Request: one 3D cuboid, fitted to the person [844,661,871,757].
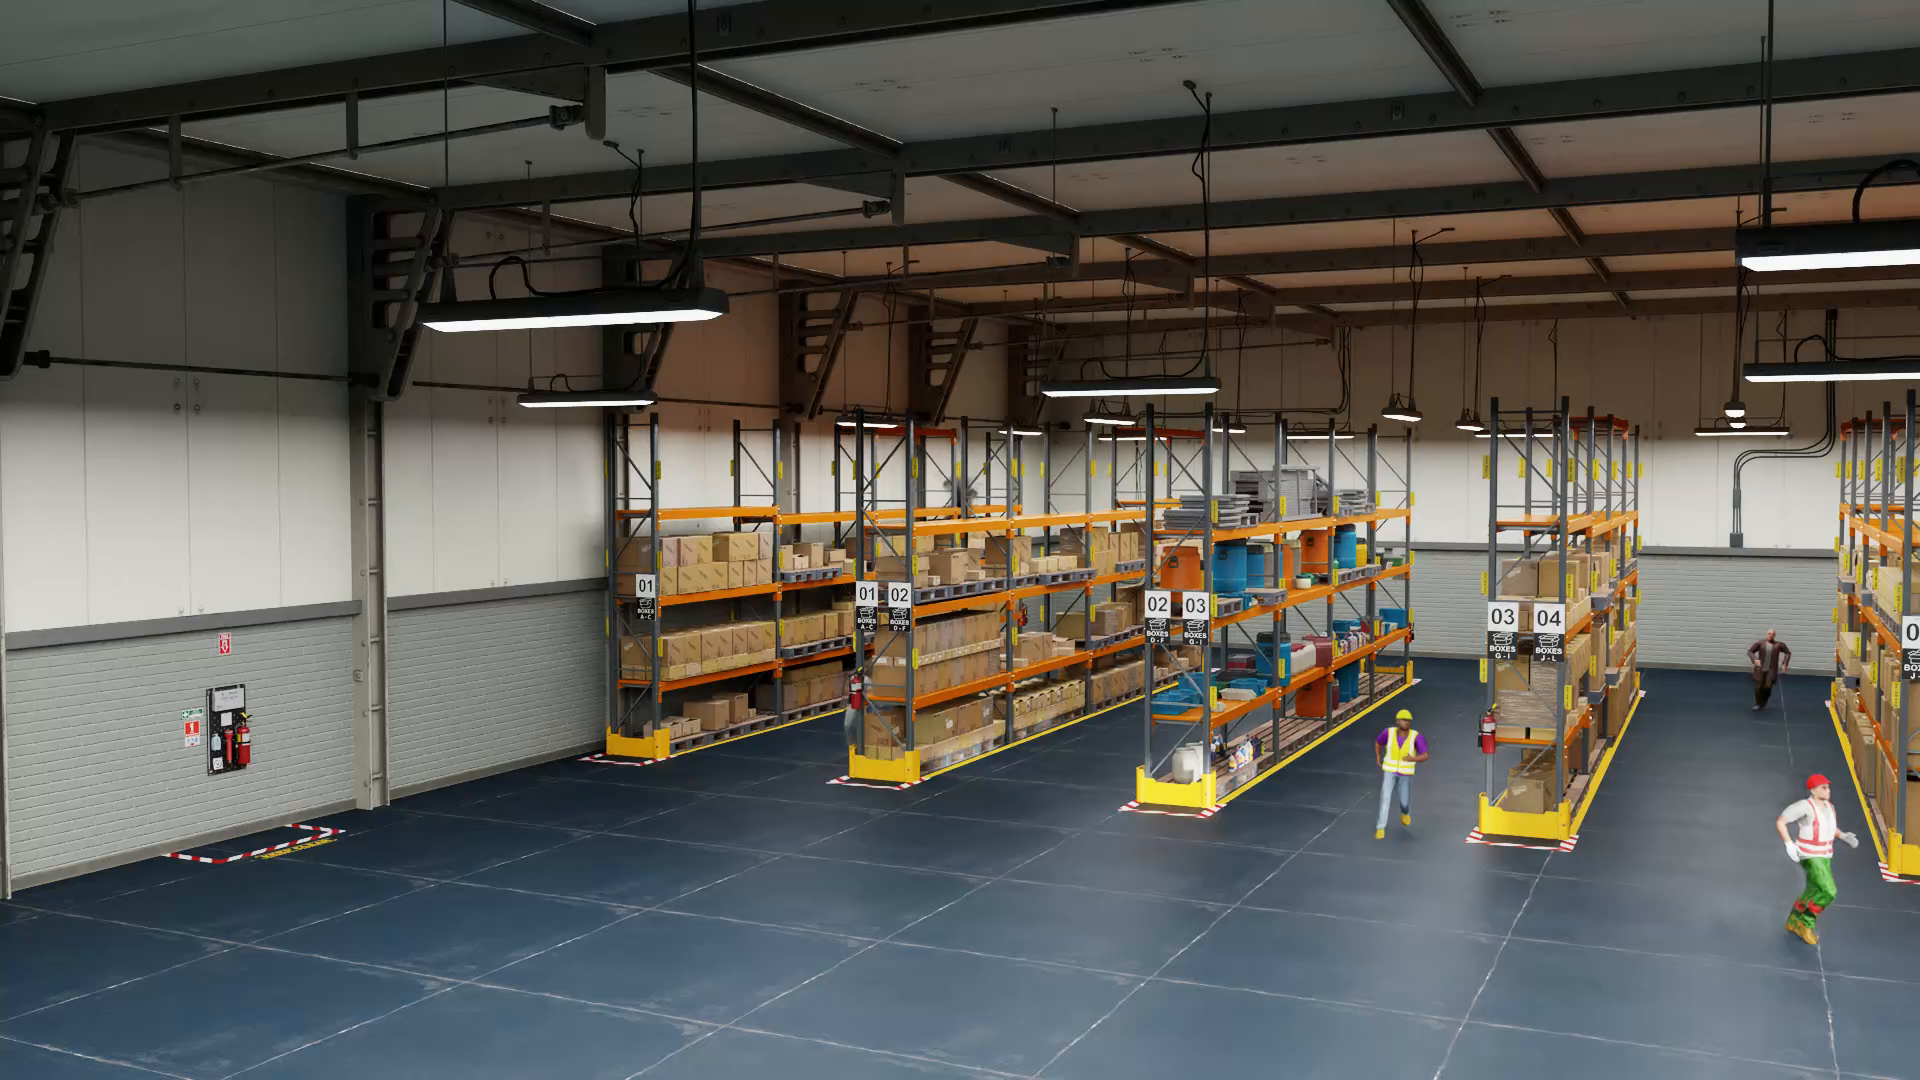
[{"bbox_3d":[-1.808,2.941,29.077,0.546,1.678,0.661,0,2,12],"label":"person"}]

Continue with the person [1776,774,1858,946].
[{"bbox_3d":[9.097,3.377,17.616,0.654,1.800,0.702,-2,3,-33],"label":"person"}]

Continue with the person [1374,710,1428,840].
[{"bbox_3d":[6.051,3.194,22.835,0.729,1.737,0.889,1,3,18],"label":"person"}]

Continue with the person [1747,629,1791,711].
[{"bbox_3d":[16.736,2.695,34.444,0.806,1.716,0.565,1,3,32],"label":"person"}]
